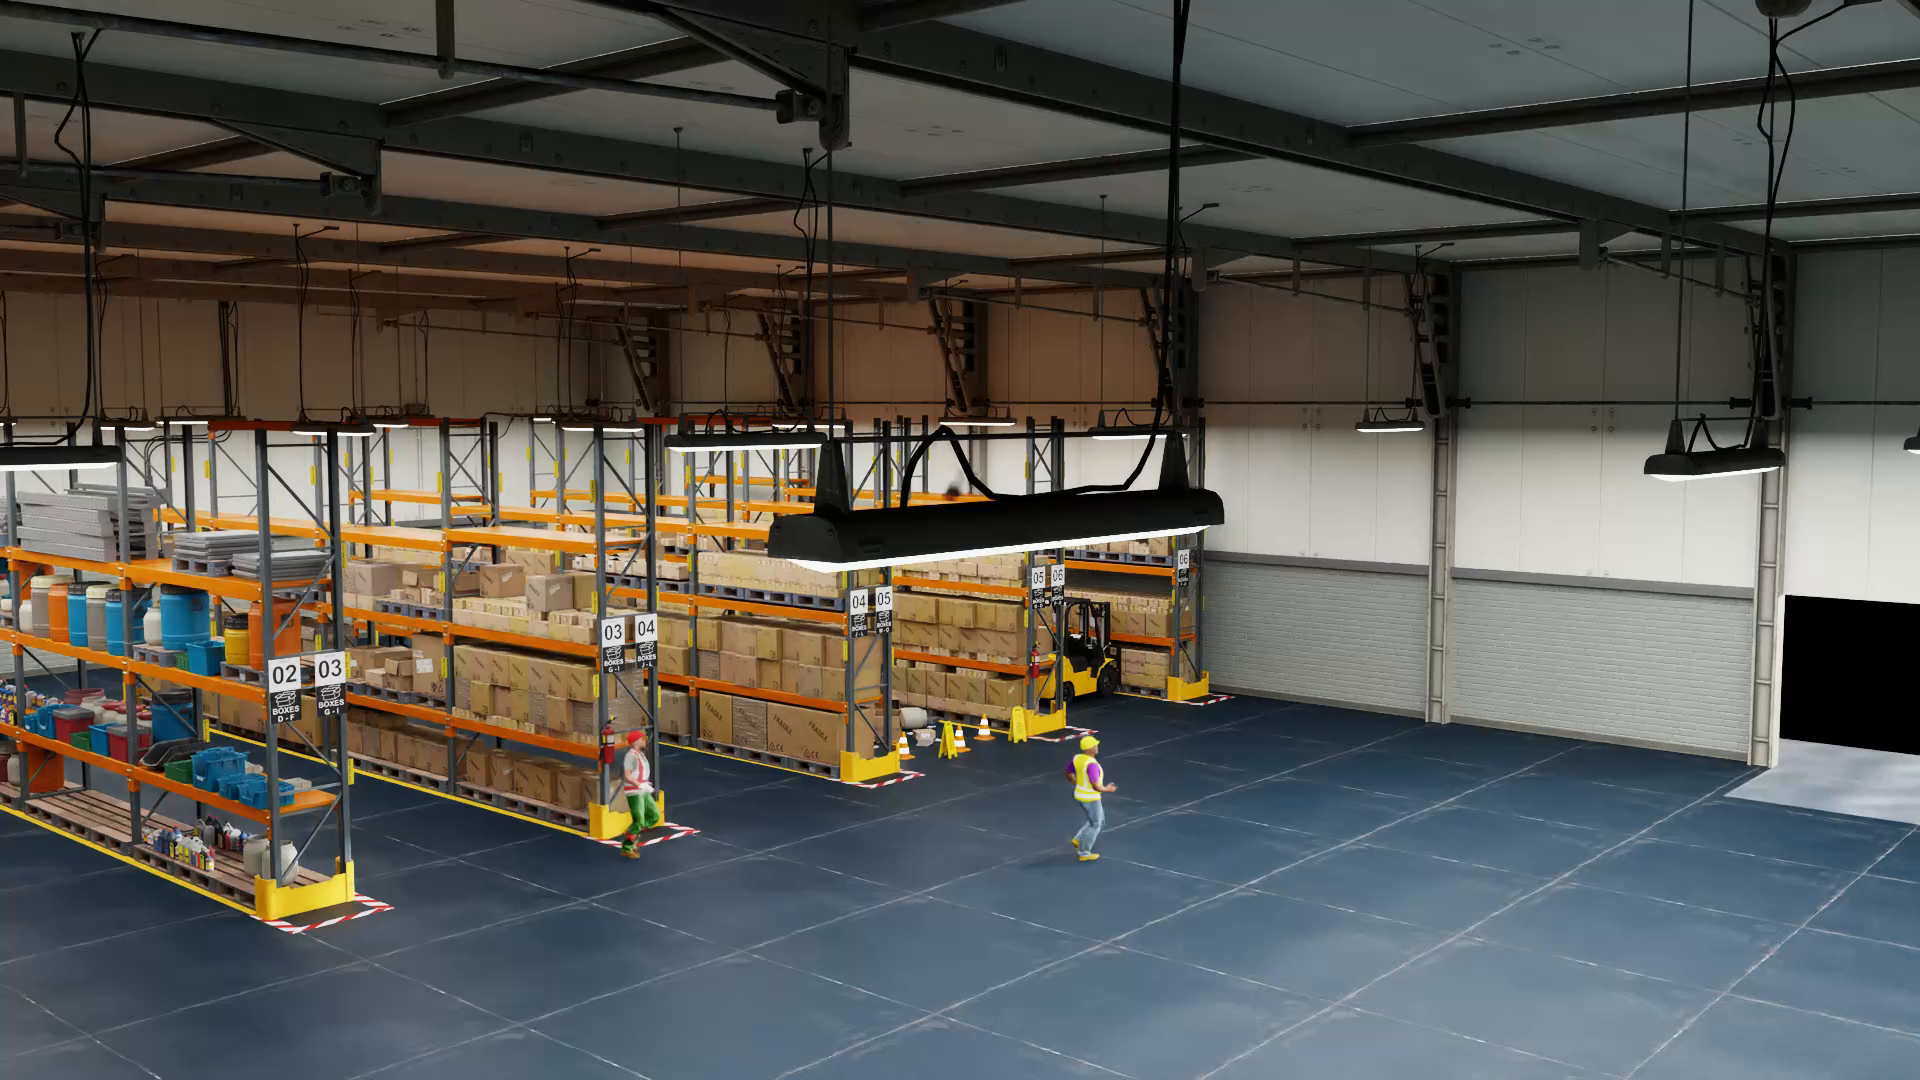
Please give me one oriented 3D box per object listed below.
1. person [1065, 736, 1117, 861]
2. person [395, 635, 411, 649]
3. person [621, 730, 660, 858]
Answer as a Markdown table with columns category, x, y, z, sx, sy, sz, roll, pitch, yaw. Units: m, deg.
| category | x | y | z | sx | sy | sz | roll | pitch | yaw |
| --- | --- | --- | --- | --- | --- | --- | --- | --- | --- |
| person | 1.829 | 3.561 | 22.981 | 0.565 | 1.725 | 0.713 | -2 | 5 | -21 |
| person | -13.504 | 2.222 | 39.876 | 0.850 | 1.541 | 0.600 | 1 | 5 | 9 |
| person | -4.451 | 3.530 | 23.217 | 0.501 | 1.737 | 0.734 | 1 | 5 | 8 |
